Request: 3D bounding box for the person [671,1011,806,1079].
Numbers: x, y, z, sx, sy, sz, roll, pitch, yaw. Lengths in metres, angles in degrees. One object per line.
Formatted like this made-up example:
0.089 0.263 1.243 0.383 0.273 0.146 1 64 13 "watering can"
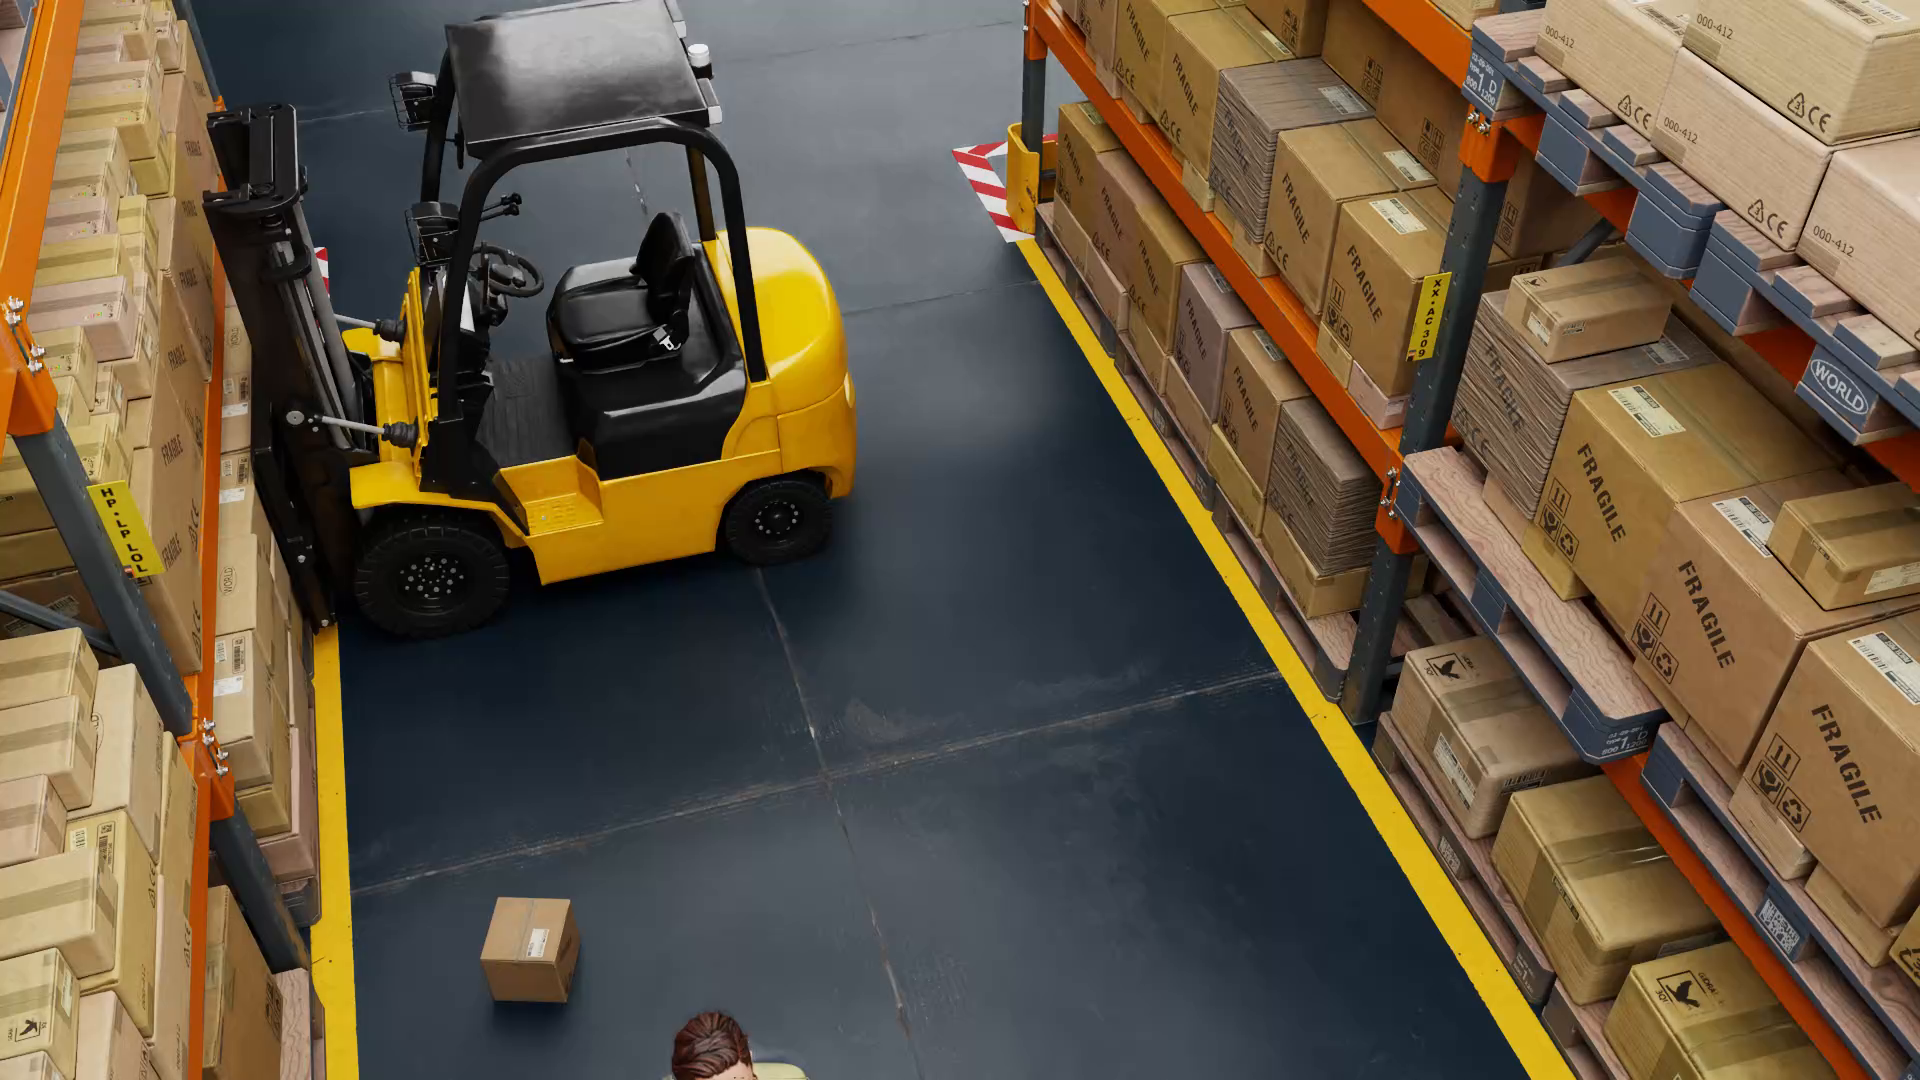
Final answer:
-0.555 1.756 4.220 0.439 1.607 1.037 -6 43 -7 "person"
